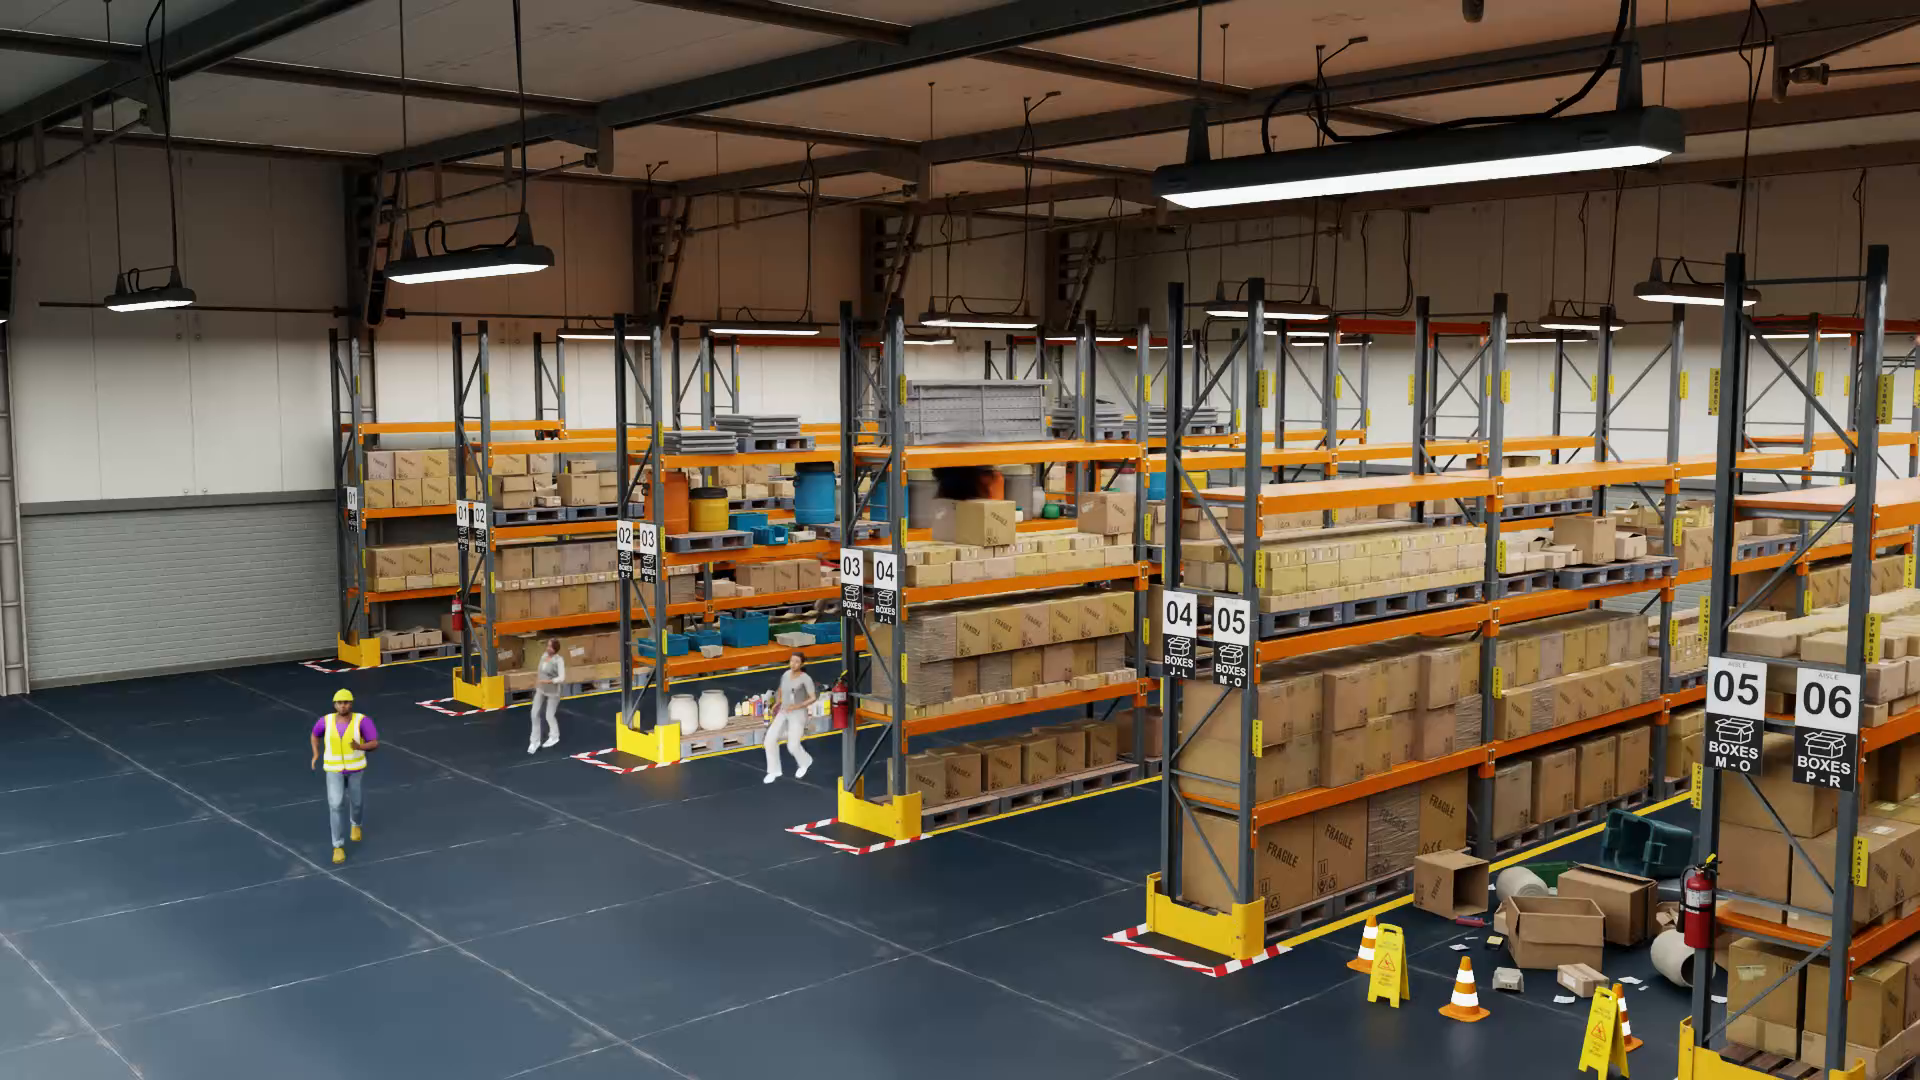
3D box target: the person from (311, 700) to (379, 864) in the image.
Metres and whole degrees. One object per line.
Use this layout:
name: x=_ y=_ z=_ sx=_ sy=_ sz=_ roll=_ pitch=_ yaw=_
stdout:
person: x=-6.630 y=2.508 z=17.945 sx=0.693 sy=1.741 sz=0.944 roll=-2 pitch=6 yaw=-19

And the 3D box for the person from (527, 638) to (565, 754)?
person: x=-5.623 y=2.133 z=22.844 sx=0.537 sy=1.614 sz=0.641 roll=2 pitch=6 yaw=16

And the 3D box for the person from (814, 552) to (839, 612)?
person: x=-2.716 y=1.076 z=32.885 sx=0.795 sy=1.800 sz=0.640 roll=-5 pitch=7 yaw=-41

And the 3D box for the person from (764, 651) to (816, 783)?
person: x=-2.001 y=2.144 z=20.244 sx=0.600 sy=1.624 sz=0.817 roll=3 pitch=7 yaw=30
